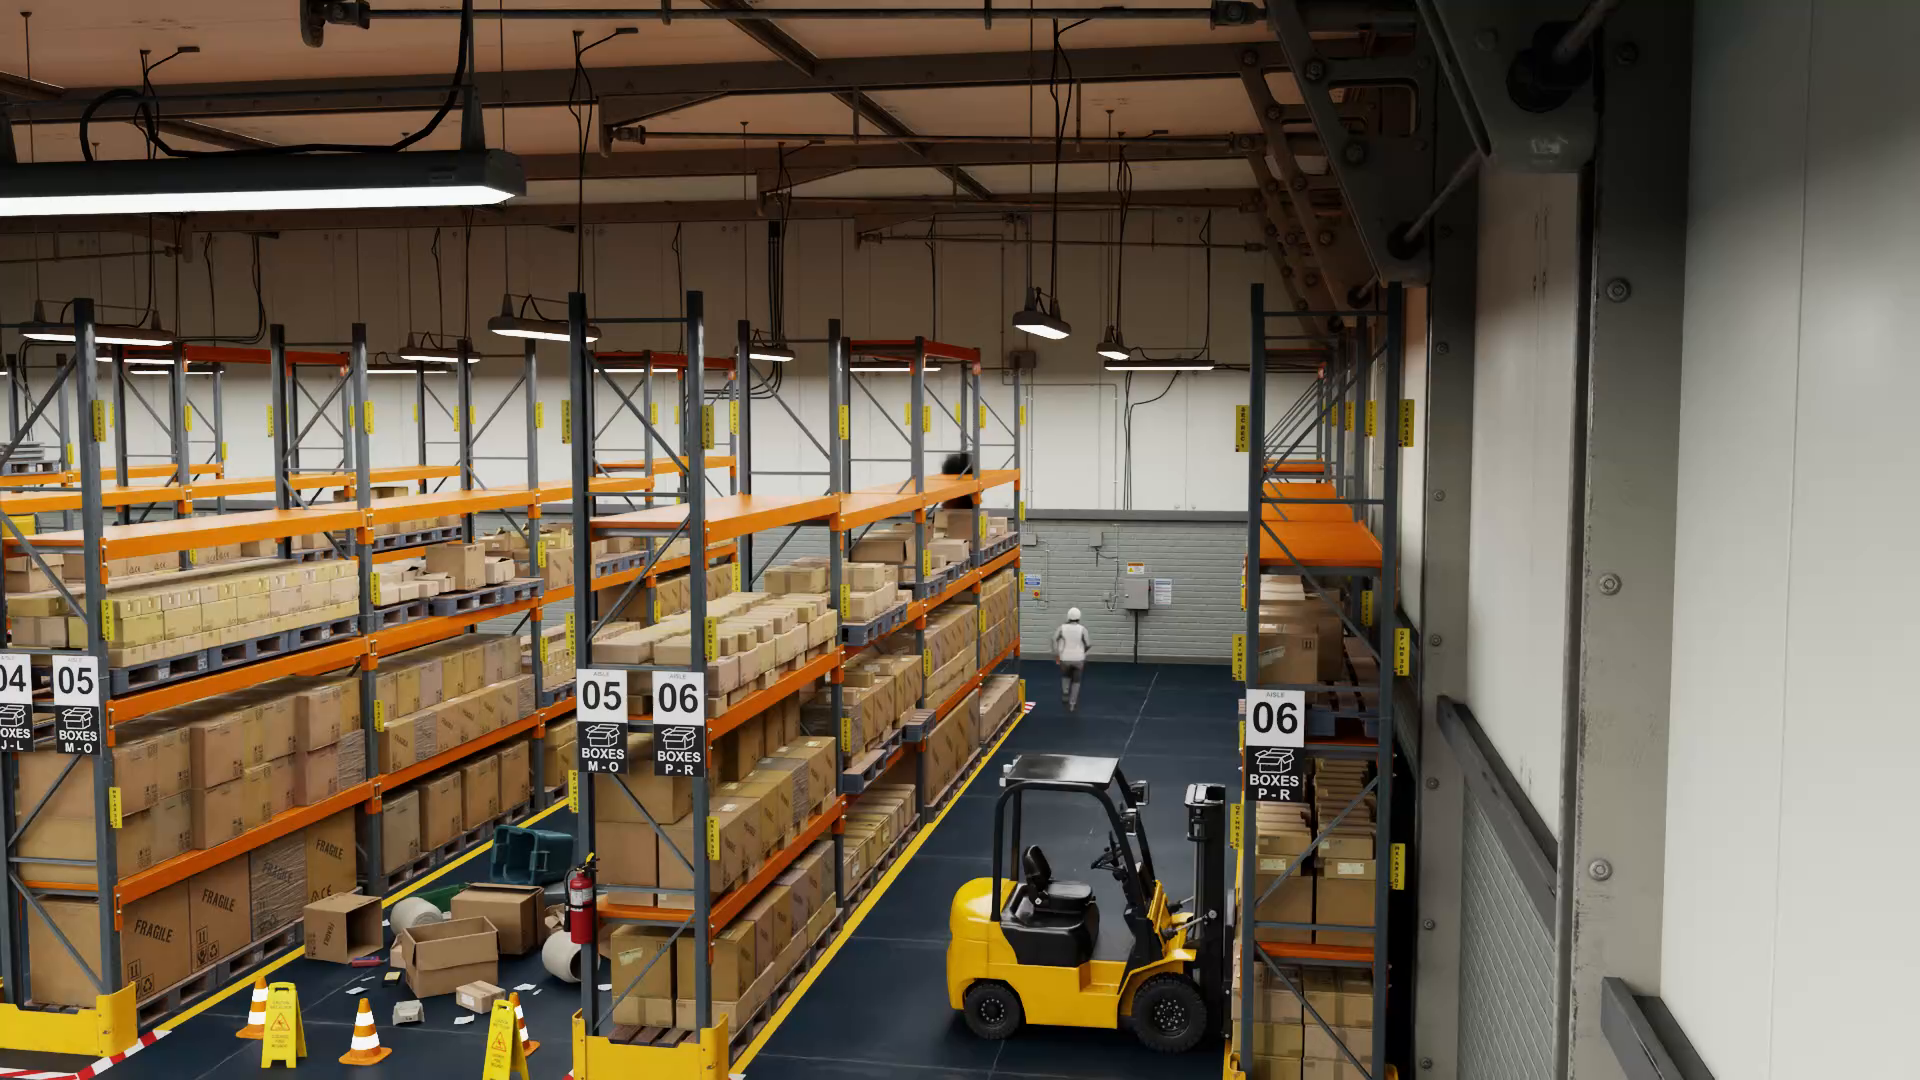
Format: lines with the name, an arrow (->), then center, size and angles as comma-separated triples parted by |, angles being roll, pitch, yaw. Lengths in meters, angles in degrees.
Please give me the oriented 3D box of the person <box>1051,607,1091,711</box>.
person -> 1.876, 1.983, 27.845 | 0.664, 1.724, 0.592 | 1, 5, 12
